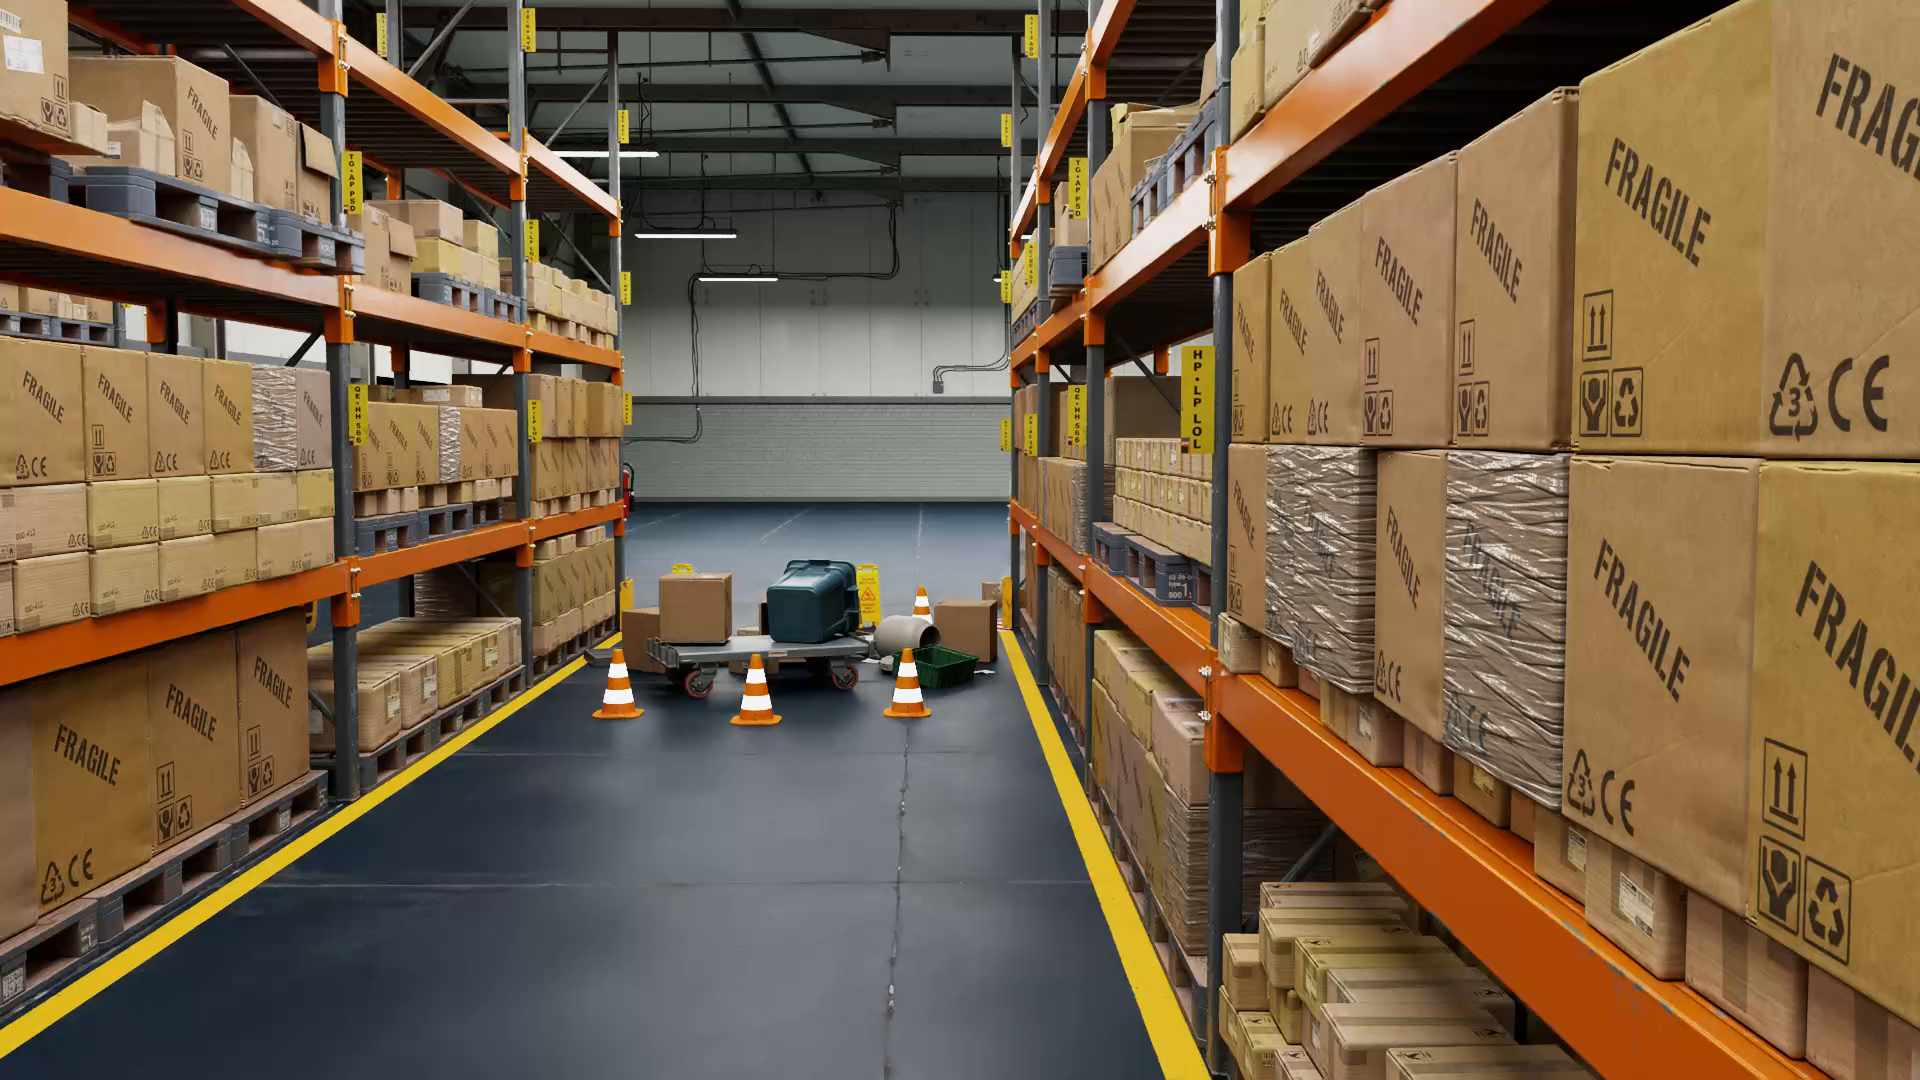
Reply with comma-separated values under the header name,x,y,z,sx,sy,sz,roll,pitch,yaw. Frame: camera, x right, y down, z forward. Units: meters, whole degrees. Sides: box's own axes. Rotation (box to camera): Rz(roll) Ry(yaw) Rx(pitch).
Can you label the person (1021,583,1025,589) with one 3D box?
name,x,y,z,sx,sy,sz,roll,pitch,yaw
person,1.166,-0.097,18.600,1.128,1.708,0.603,2,4,25
